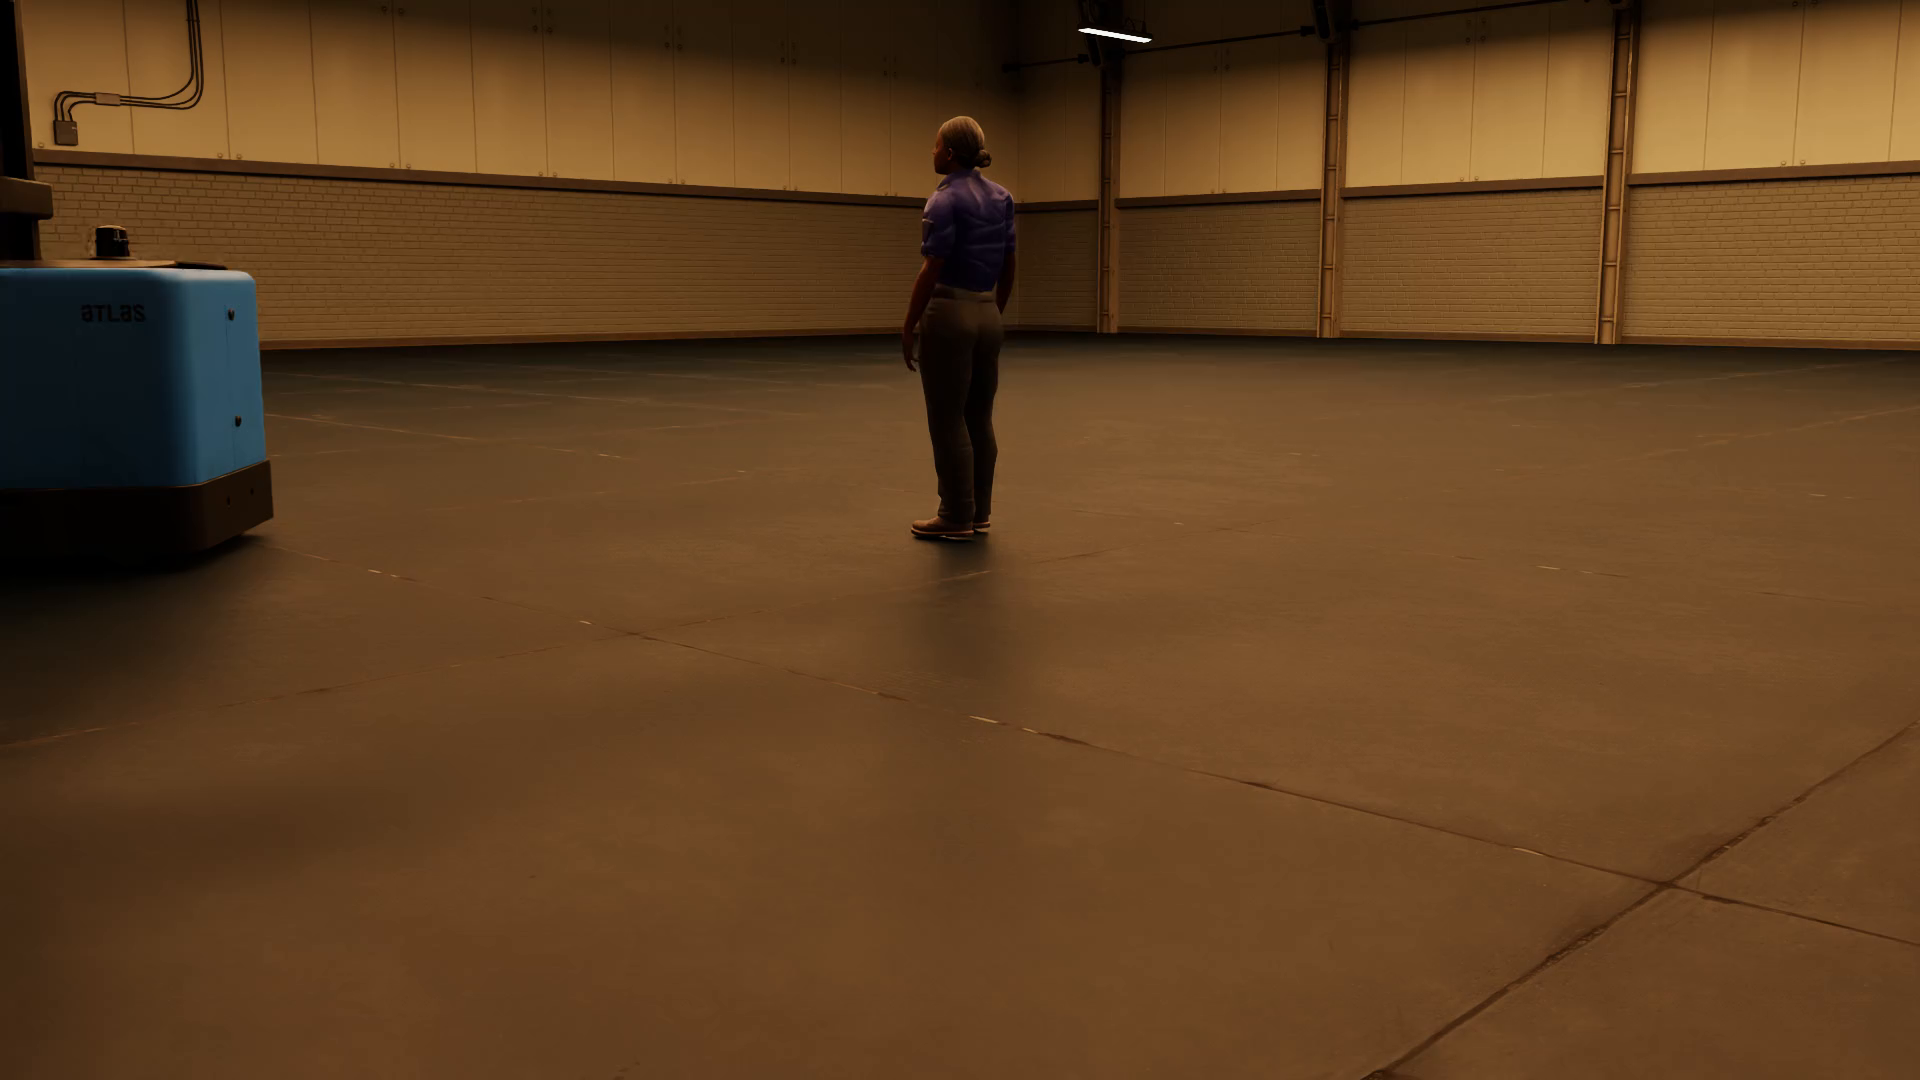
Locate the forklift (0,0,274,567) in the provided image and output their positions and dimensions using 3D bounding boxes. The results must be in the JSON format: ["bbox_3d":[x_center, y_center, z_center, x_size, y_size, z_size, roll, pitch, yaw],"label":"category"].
[{"bbox_3d":[-4.275,-1.379,6.029,3.031,2.935,1.130,-1,9,-7],"label":"forklift"}]

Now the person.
[{"bbox_3d":[-0.049,-0.836,6.667,0.504,1.654,0.570,8,12,43],"label":"person"}]
